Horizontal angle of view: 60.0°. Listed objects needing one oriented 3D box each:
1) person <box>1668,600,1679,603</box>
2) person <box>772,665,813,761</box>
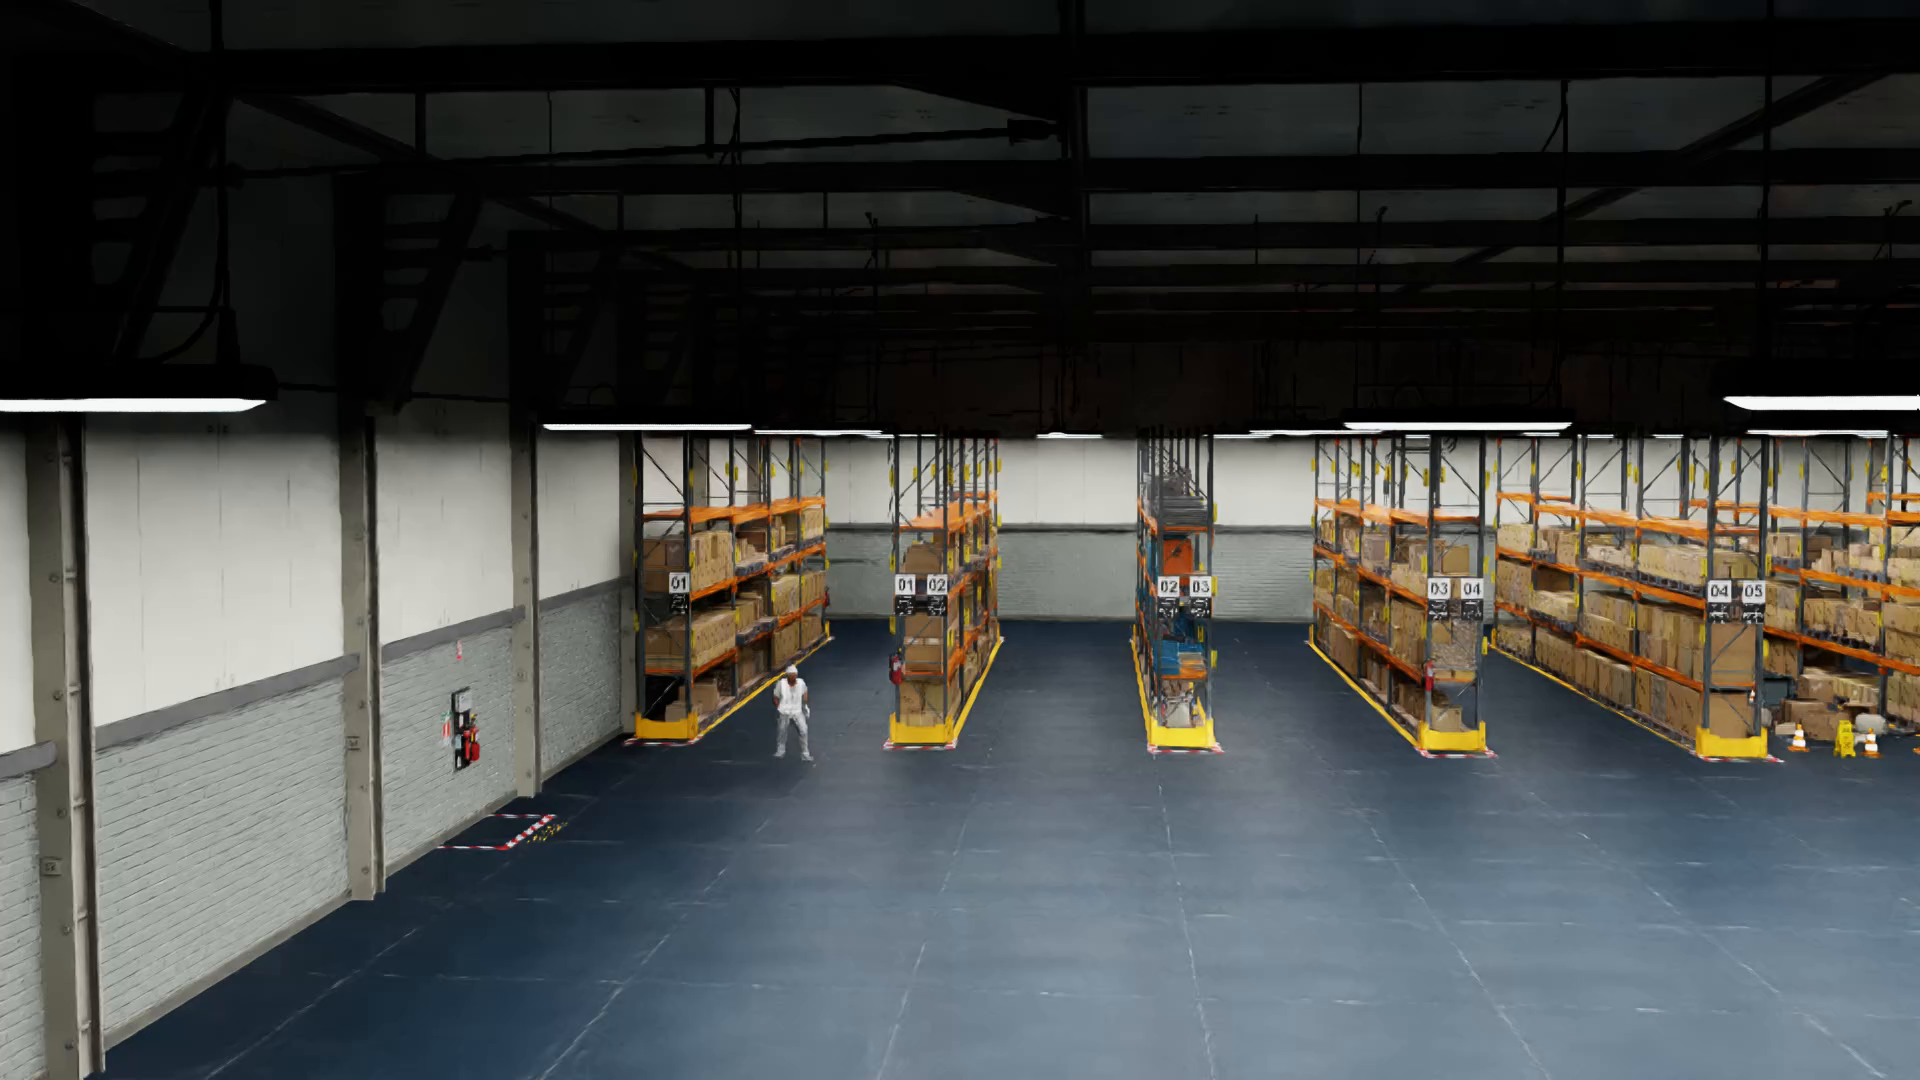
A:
[{"bbox_3d":[18.711,2.205,43.714,0.641,1.776,0.751,1,3,9],"label":"person"},{"bbox_3d":[-3.013,3.069,29.730,0.702,1.718,0.837,-1,4,-12],"label":"person"}]
